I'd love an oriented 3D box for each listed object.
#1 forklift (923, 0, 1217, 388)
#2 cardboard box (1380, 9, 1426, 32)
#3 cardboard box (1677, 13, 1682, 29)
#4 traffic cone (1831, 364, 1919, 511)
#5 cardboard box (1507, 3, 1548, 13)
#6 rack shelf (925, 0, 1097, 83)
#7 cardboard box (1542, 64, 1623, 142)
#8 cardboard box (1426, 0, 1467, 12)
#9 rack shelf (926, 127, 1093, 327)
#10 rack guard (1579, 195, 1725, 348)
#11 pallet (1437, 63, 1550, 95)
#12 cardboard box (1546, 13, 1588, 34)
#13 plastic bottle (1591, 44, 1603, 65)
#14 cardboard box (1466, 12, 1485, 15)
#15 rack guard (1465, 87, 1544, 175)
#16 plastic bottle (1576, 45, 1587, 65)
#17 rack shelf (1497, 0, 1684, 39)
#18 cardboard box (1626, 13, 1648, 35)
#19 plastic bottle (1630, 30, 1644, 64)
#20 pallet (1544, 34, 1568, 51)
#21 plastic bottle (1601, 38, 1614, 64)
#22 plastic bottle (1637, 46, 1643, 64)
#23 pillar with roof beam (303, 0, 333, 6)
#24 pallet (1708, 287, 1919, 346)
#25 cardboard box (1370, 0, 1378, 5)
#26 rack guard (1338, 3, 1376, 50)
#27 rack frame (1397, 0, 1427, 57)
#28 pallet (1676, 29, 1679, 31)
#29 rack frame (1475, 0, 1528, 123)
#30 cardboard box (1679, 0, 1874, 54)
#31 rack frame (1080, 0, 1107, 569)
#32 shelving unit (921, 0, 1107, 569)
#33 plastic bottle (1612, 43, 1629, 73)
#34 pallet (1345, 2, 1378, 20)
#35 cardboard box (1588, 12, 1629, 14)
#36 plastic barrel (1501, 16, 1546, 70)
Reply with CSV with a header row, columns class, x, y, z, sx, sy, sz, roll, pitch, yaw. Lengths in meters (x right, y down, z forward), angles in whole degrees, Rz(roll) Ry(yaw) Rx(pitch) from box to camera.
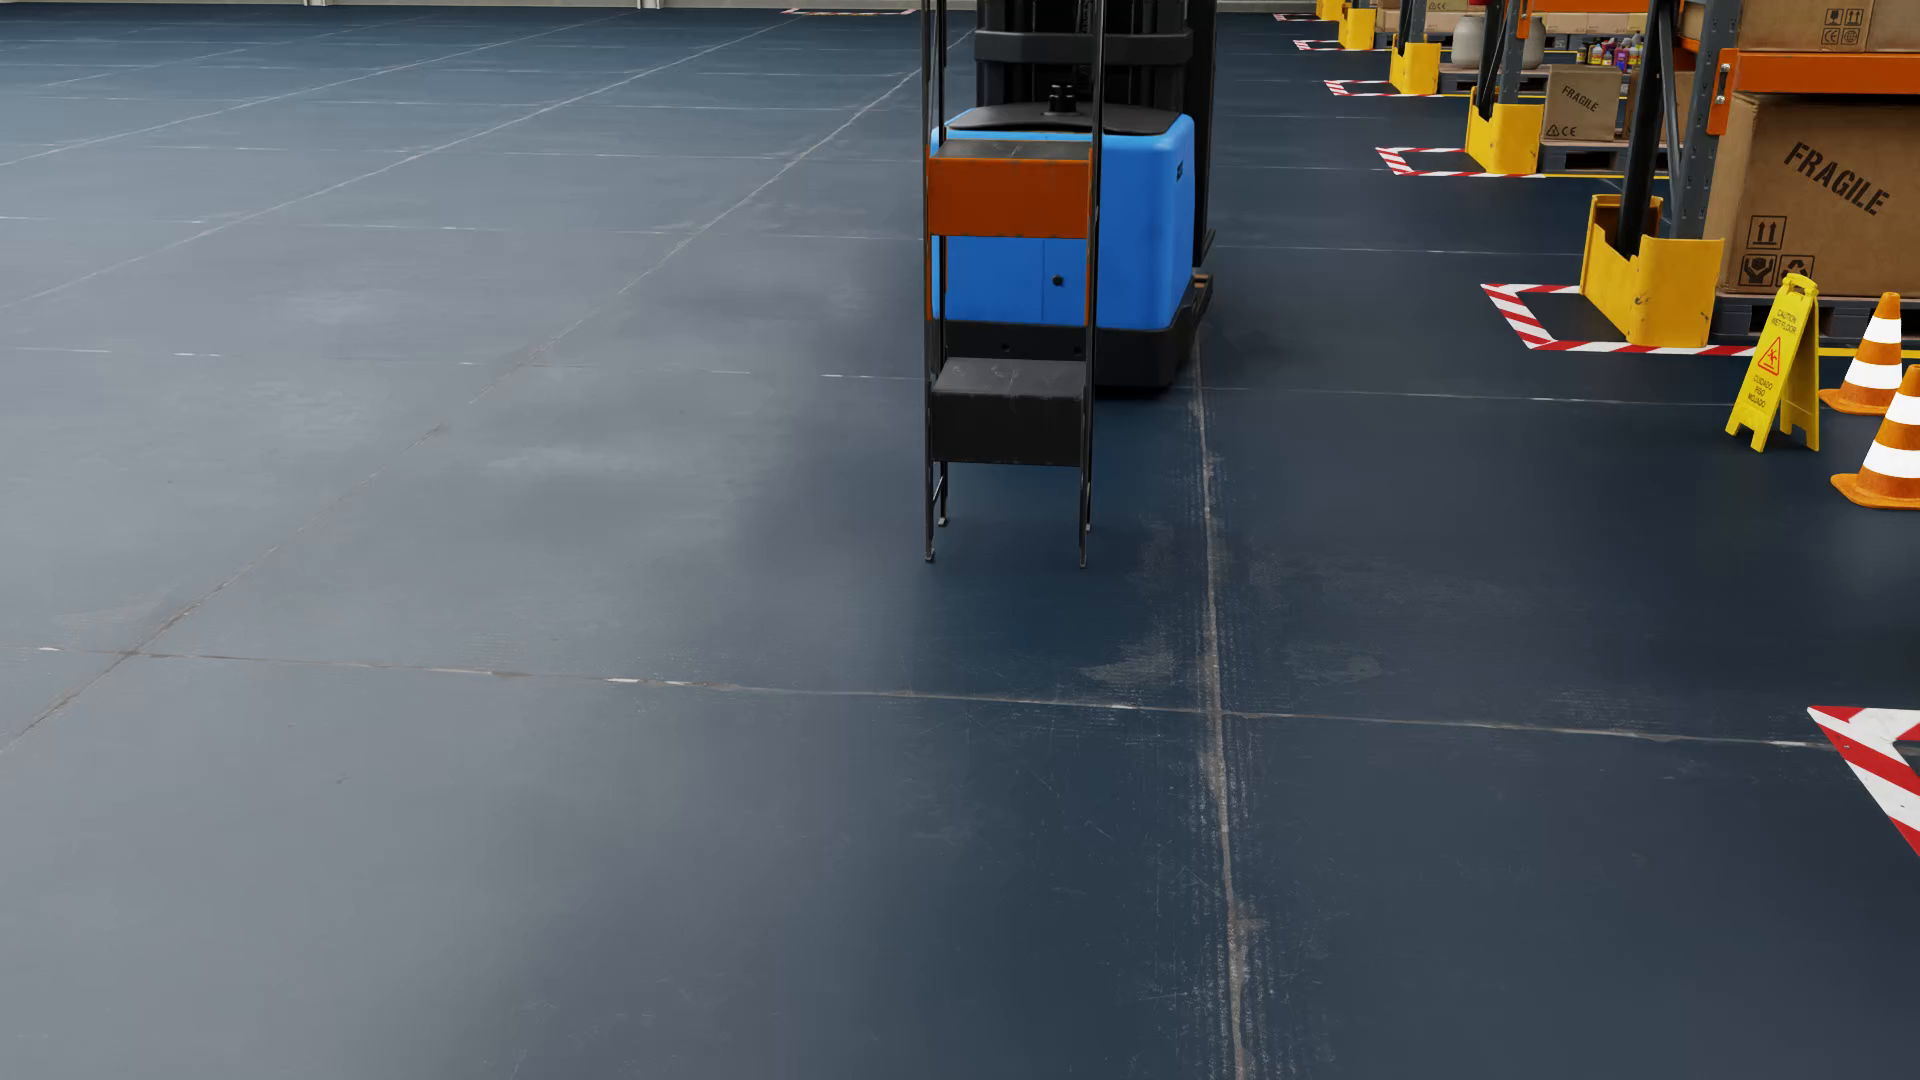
class,x,y,z,sx,sy,sz,roll,pitch,yaw
forklift,0.670,-2.497,7.768,1.130,2.935,3.031,5,22,12
cardboard box,5.744,-6.732,21.557,0.500,0.250,0.500,2,22,6
cardboard box,9.655,-6.751,21.605,0.500,0.250,0.500,2,22,6
traffic cone,3.273,-0.378,5.765,0.334,0.463,0.336,2,22,6
cardboard box,7.233,-7.015,21.252,0.500,0.500,0.500,2,22,6
rack shelf,0.164,-1.608,4.783,0.480,0.518,0.431,2,22,6
cardboard box,4.686,-3.303,12.543,0.500,0.500,0.500,7,23,16
cardboard box,6.240,-7.060,21.366,0.500,0.500,0.500,2,22,6
rack shelf,0.164,-0.957,5.041,0.480,0.518,0.431,2,22,6
rack guard,3.360,-1.335,8.137,0.348,0.500,1.175,2,22,6
pallet,5.538,-4.791,17.272,1.213,0.211,1.003,2,22,6
cardboard box,7.730,-6.645,21.337,0.500,0.250,0.500,2,22,6
plastic bottle,6.415,-4.855,16.753,0.097,0.271,0.097,0,22,0
cardboard box,6.737,-6.690,21.450,0.500,0.250,0.500,2,22,6
rack guard,4.143,-3.137,12.696,0.348,0.500,1.175,2,22,6
plastic bottle,6.526,-5.095,17.456,0.097,0.201,0.097,0,22,0
rack shelf,6.054,-3.882,12.158,4.000,0.370,1.077,2,22,6
cardboard box,8.723,-6.604,21.232,0.500,0.250,0.500,2,22,6
plastic bottle,7.076,-5.132,17.346,0.185,0.351,0.144,3,22,9
pallet,7.210,-6.552,21.724,1.213,0.211,1.003,2,22,6
plastic bottle,6.773,-5.109,17.389,0.135,0.276,0.152,3,22,7
plastic bottle,6.854,-4.836,16.704,0.097,0.271,0.097,0,22,0
pillar with roof beam,-11.768,-12.011,23.581,0.400,9.000,9.100,2,22,6
pallet,4.187,-1.194,8.172,1.213,0.211,1.003,2,22,6
cardboard box,6.493,-8.620,26.222,0.500,0.311,0.500,0,22,0
rack guard,5.214,-6.758,21.855,0.348,0.500,1.175,2,22,6
rack frame,4.651,-6.111,16.818,0.127,3.000,1.000,2,22,6
pallet,9.946,-6.432,21.423,1.213,0.211,1.003,2,22,6
rack frame,4.068,-4.303,12.244,0.127,3.000,1.000,2,22,6
cardboard box,3.758,-2.567,7.649,0.550,0.550,0.875,2,22,6
rack frame,0.407,-0.959,5.009,0.015,2.100,0.400,2,22,6
shelving unit,0.164,-0.969,5.036,0.503,2.100,0.431,2,22,6
plastic bottle,6.637,-4.844,16.709,0.133,0.283,0.061,3,22,7
pallet,6.695,-8.380,26.350,1.213,0.211,1.003,2,22,6
cardboard box,8.228,-6.978,21.159,0.500,0.500,0.500,2,22,6
plastic barrel,5.811,-5.128,17.142,0.421,0.512,0.421,0,22,0
